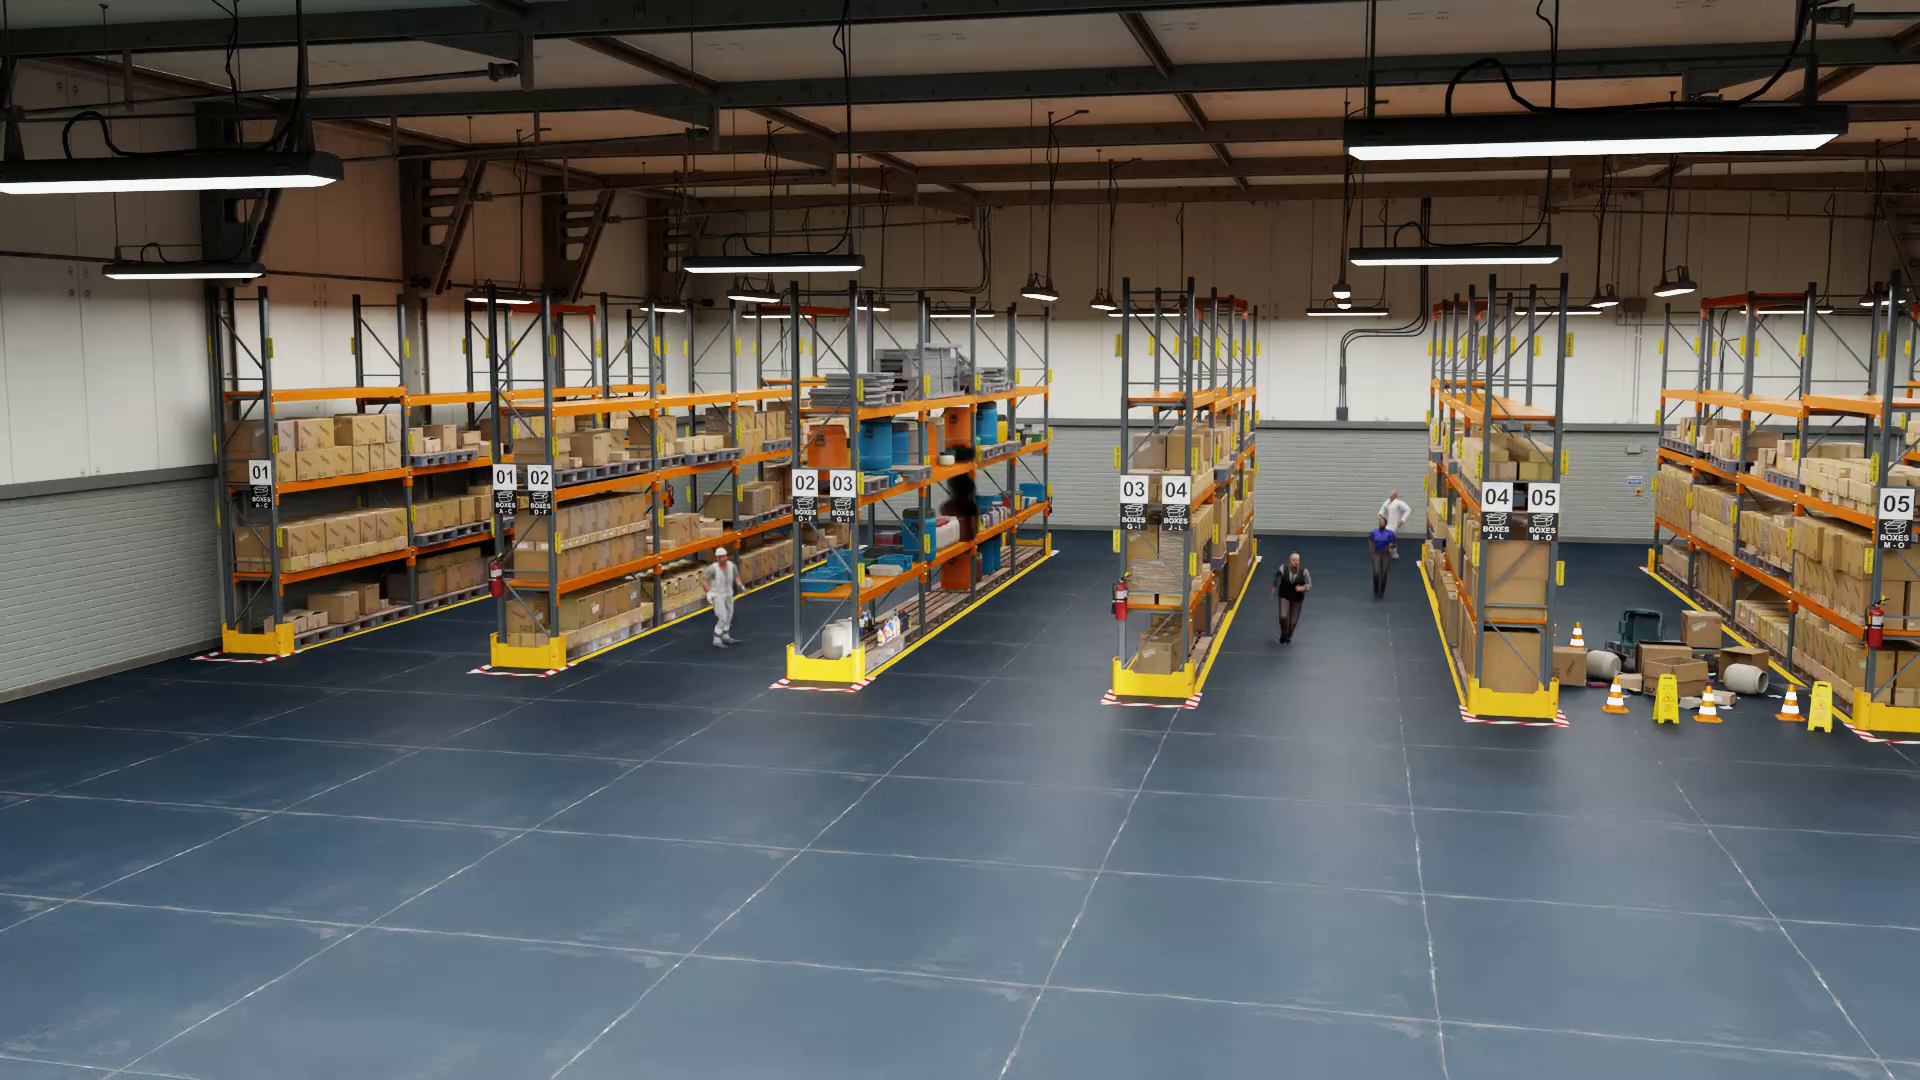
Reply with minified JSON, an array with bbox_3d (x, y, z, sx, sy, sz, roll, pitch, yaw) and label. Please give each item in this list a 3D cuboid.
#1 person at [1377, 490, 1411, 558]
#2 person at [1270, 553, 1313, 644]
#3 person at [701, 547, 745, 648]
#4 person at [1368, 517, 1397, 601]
[{"bbox_3d":[10.223,-0.232,39.399,0.722,1.492,0.829,-2,7,-18],"label":"person"},{"bbox_3d":[5.570,0.990,27.960,0.650,1.589,0.961,1,7,4],"label":"person"},{"bbox_3d":[-3.957,0.958,27.998,0.789,1.716,0.688,6,9,44],"label":"person"},{"bbox_3d":[8.436,0.393,33.221,0.551,1.693,0.731,1,7,12],"label":"person"}]
